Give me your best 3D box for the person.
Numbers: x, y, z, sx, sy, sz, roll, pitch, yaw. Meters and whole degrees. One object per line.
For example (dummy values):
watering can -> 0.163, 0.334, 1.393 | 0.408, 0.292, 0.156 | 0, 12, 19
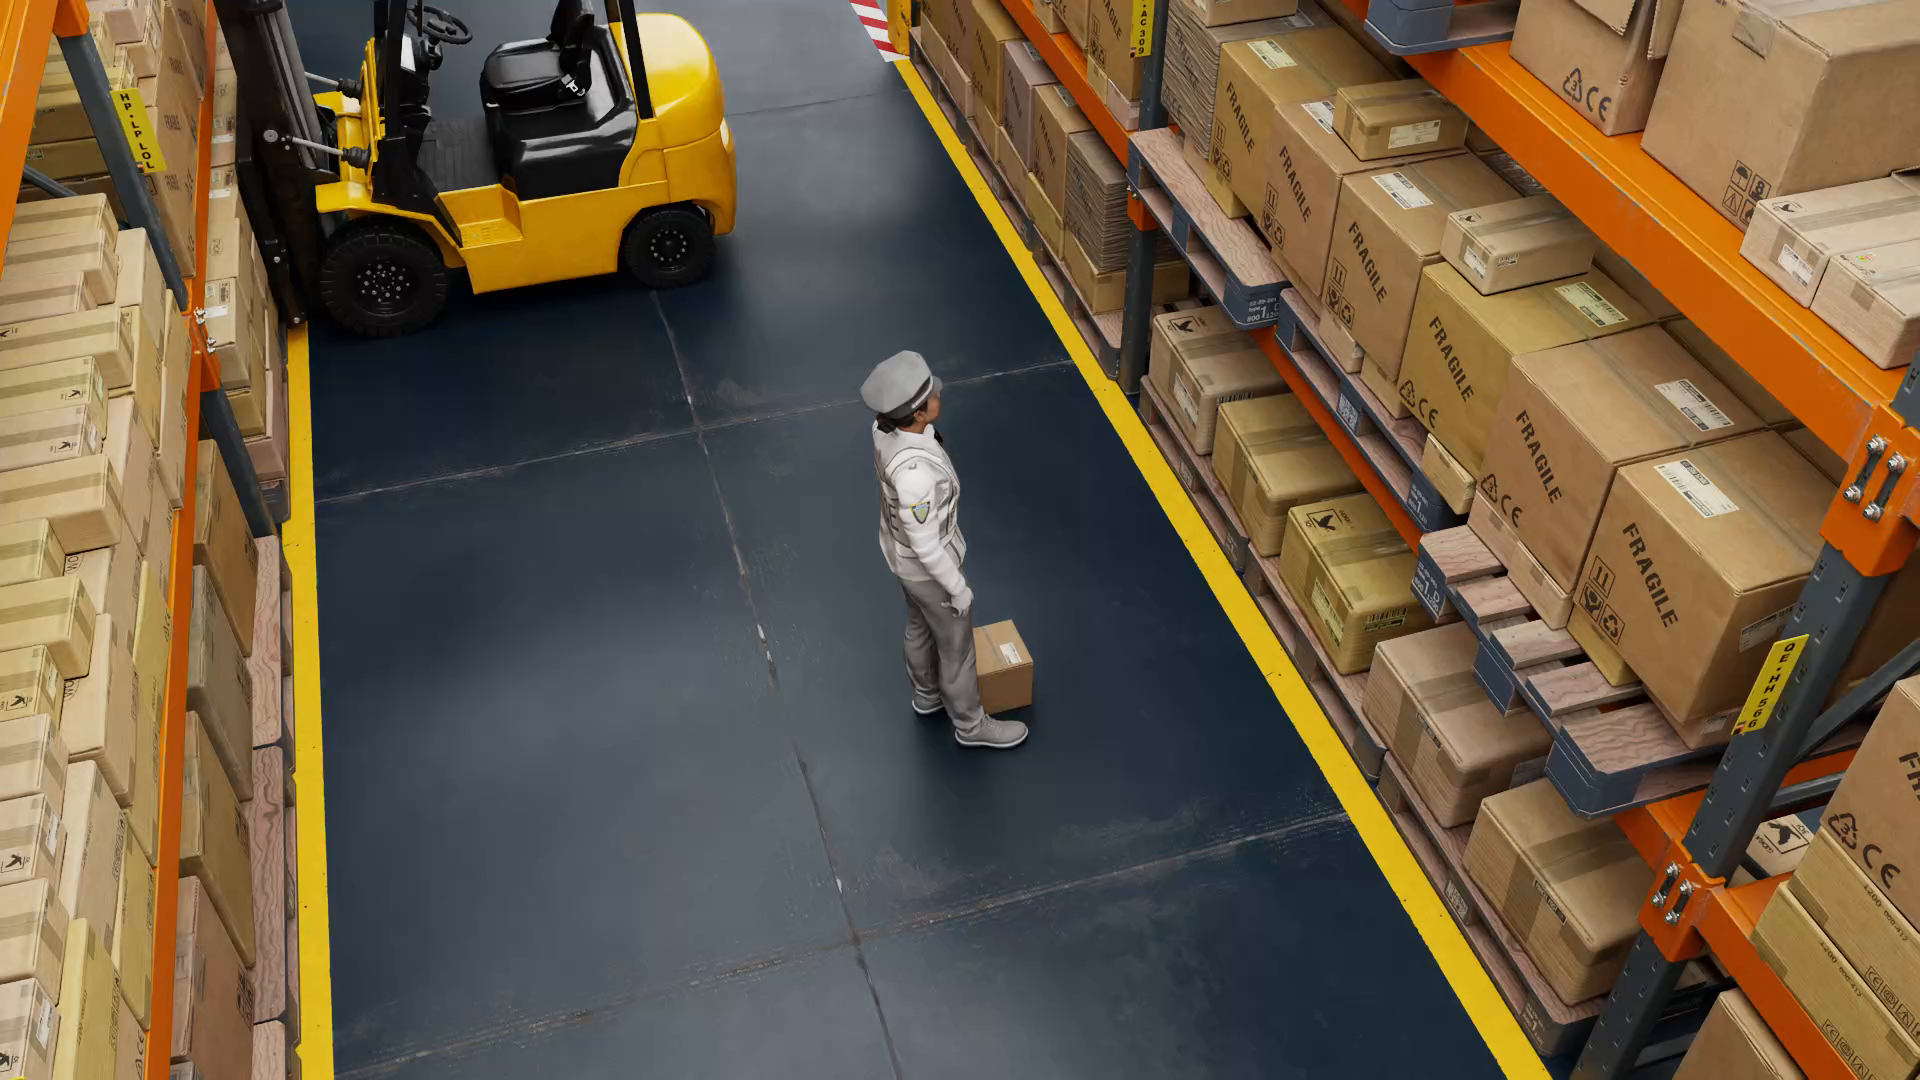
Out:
person -> -0.059, 0.037, 6.082 | 0.530, 1.695, 0.588 | -12, 44, -13
